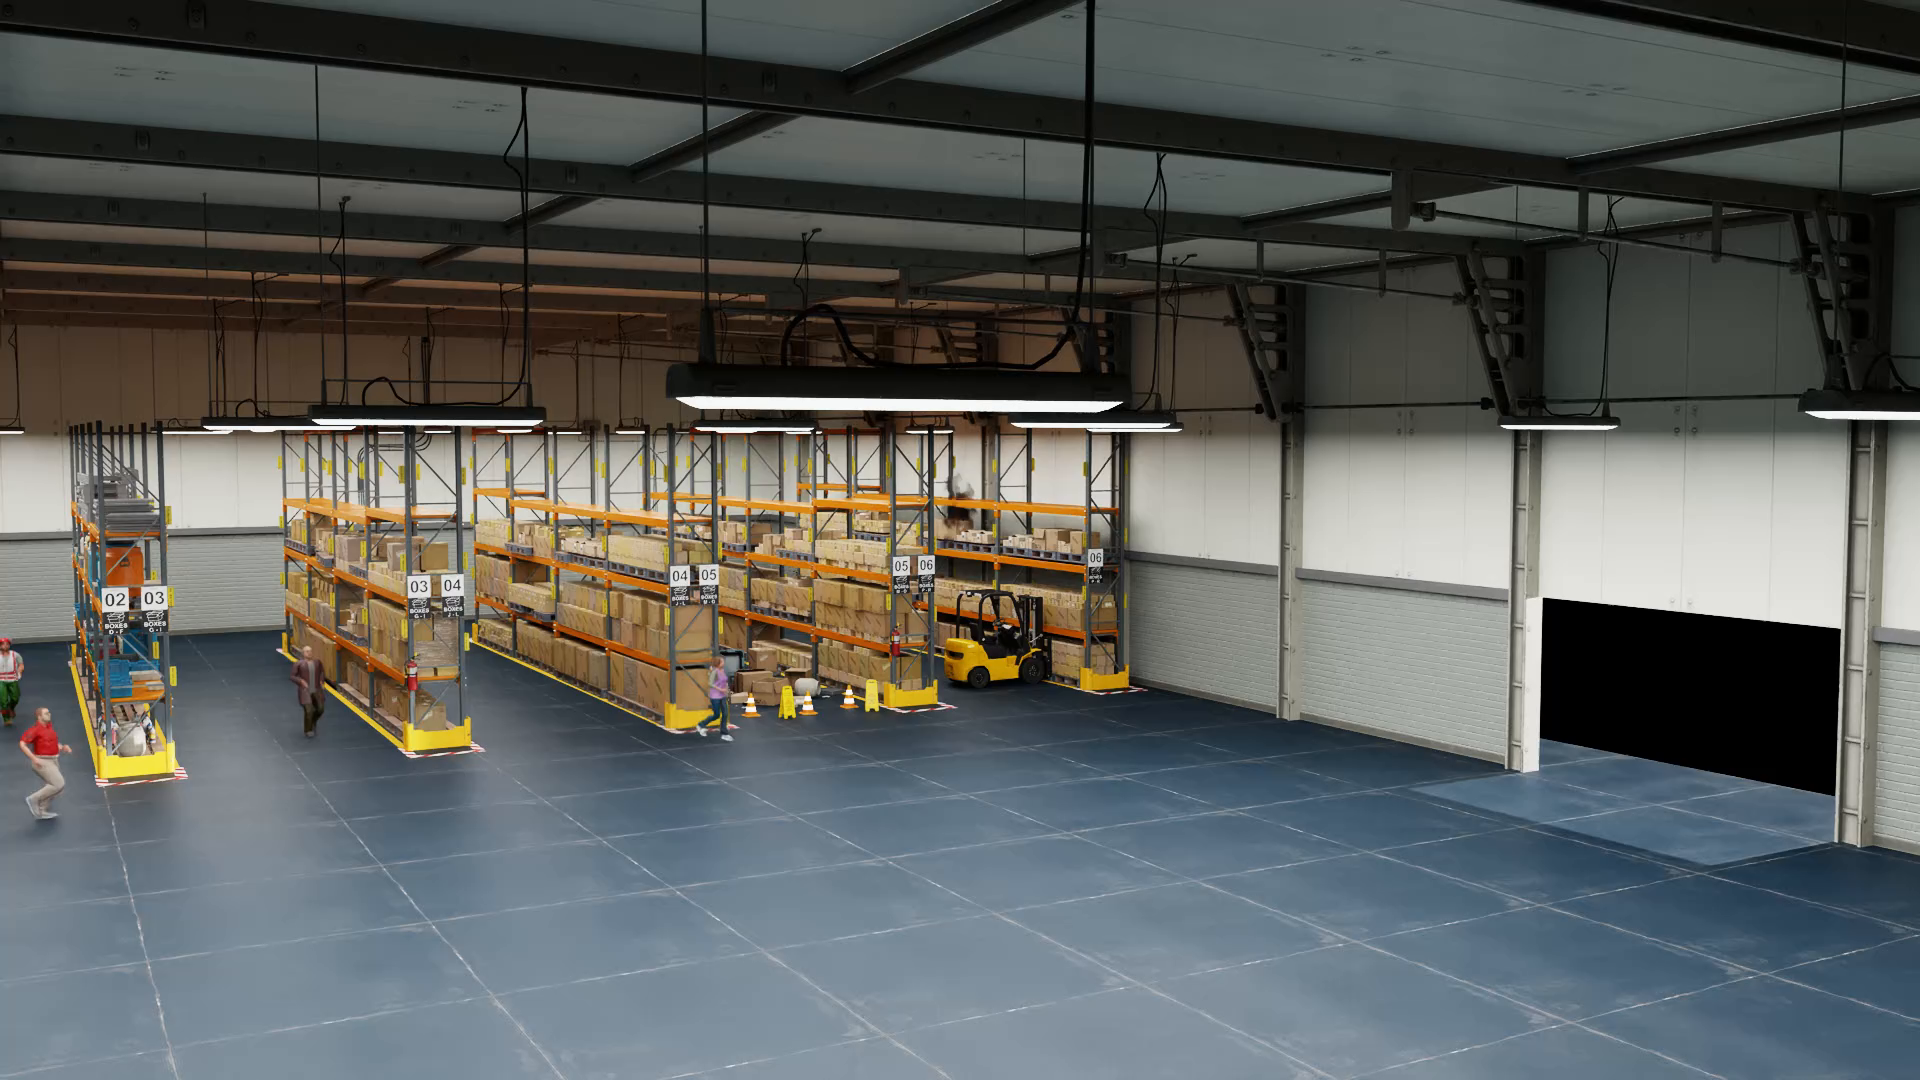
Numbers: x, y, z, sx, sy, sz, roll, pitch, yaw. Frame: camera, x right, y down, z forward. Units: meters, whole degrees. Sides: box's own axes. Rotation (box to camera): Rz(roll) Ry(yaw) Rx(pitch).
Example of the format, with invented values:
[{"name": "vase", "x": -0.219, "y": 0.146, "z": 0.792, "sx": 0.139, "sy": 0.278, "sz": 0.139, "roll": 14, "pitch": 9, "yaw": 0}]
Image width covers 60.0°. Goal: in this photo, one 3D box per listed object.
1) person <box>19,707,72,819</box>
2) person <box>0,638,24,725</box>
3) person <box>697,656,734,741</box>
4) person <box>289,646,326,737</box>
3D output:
[{"name": "person", "x": -13.634, "y": 3.339, "z": 24.894, "sx": 0.593, "sy": 1.677, "sz": 0.663, "roll": 0, "pitch": 4, "yaw": -7}, {"name": "person", "x": -18.982, "y": 2.808, "z": 33.088, "sx": 0.653, "sy": 1.736, "sz": 0.621, "roll": -3, "pitch": 4, "yaw": -36}, {"name": "person", "x": -4.611, "y": 2.992, "z": 31.428, "sx": 0.747, "sy": 1.602, "sz": 0.565, "roll": 1, "pitch": 4, "yaw": 19}, {"name": "person", "x": -12.389, "y": 2.890, "z": 31.716, "sx": 0.703, "sy": 1.729, "sz": 0.651, "roll": -3, "pitch": 5, "yaw": -41}]
